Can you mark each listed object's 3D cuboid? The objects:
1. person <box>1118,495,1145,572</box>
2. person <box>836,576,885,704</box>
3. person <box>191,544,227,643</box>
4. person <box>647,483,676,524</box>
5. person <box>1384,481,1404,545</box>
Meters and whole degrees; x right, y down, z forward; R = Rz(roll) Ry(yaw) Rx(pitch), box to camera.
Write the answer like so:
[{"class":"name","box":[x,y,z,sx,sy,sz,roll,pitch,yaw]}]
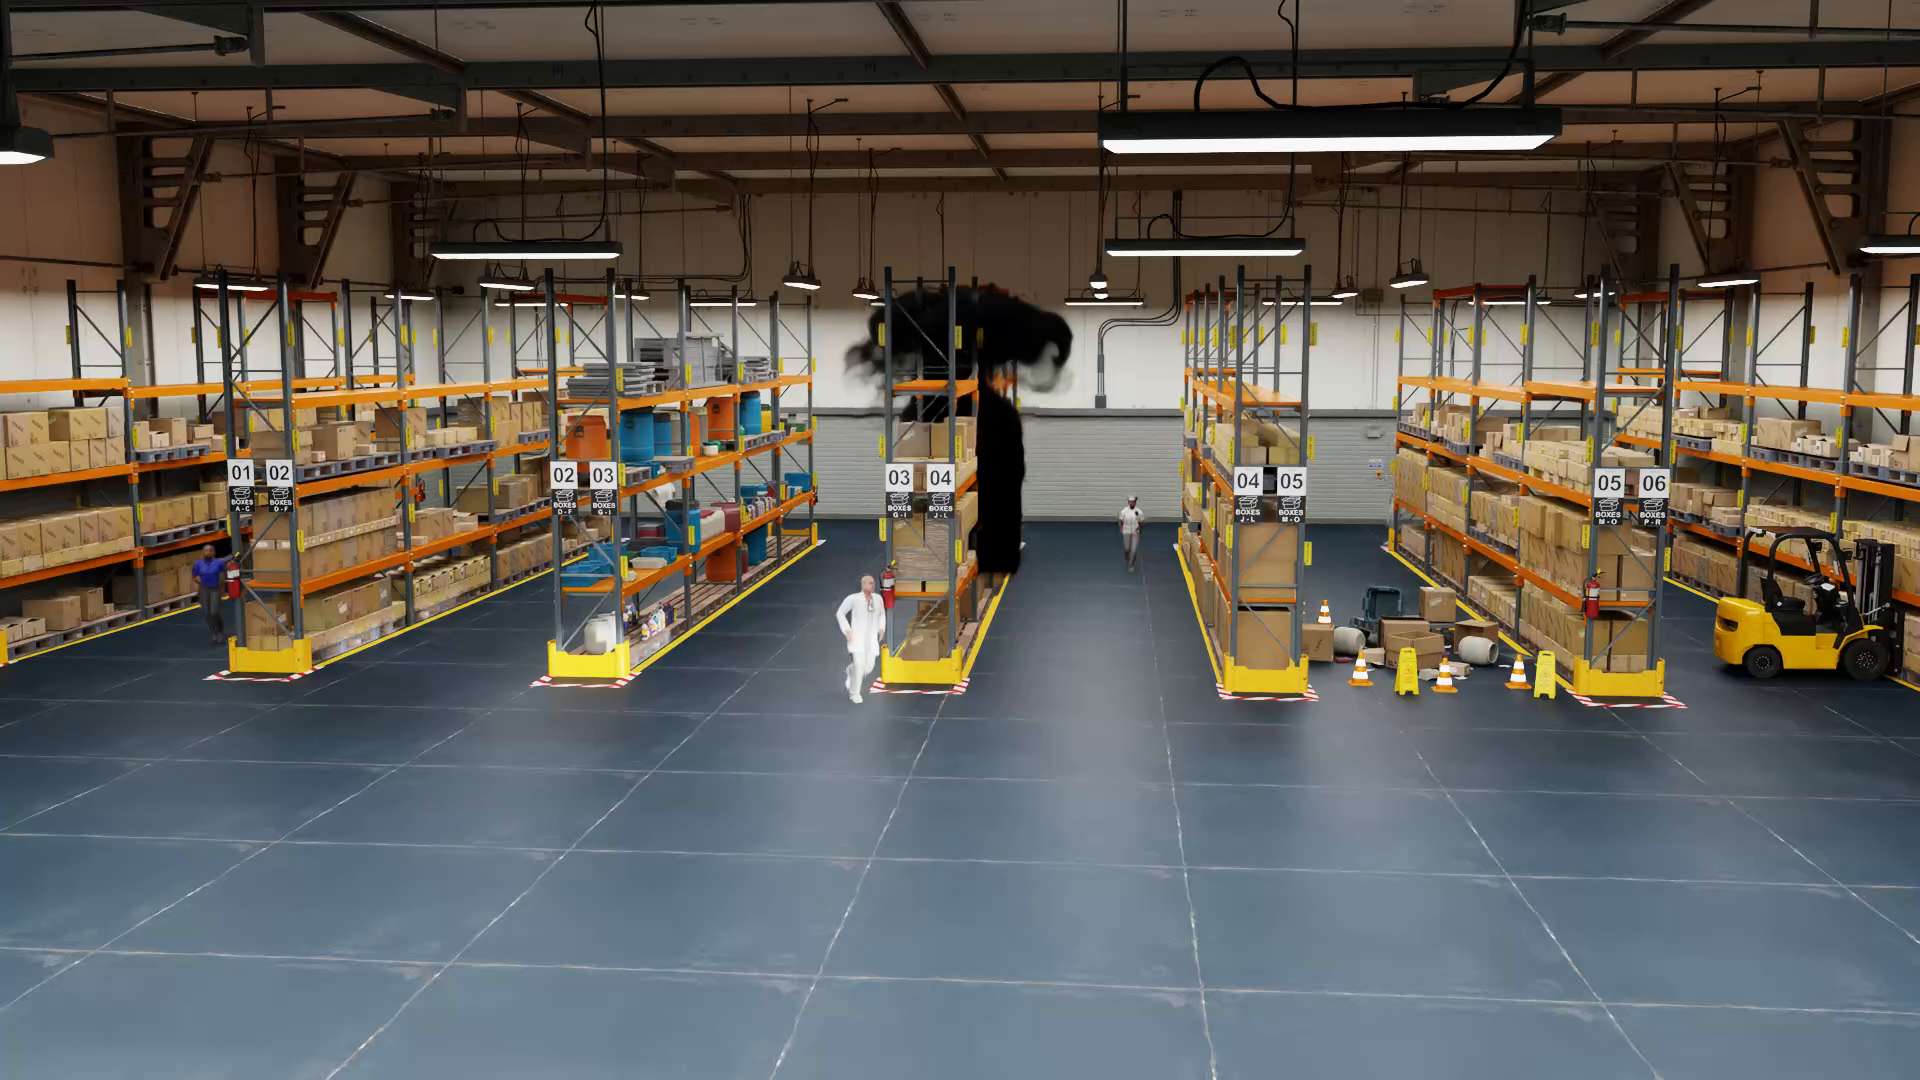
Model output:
[{"class":"person","box":[3.683,-0.141,35.735,0.582,1.655,0.555,1,7,7]},{"class":"person","box":[-1.357,1.354,23.144,0.755,1.726,0.712,-4,8,-30]},{"class":"person","box":[-12.296,0.891,27.252,0.552,1.642,0.642,-2,7,-17]},{"class":"person","box":[-7.323,-0.831,41.028,0.705,1.728,0.936,-5,9,-38]},{"class":"person","box":[10.634,-0.692,40.253,0.699,1.671,0.644,3,7,21]}]
